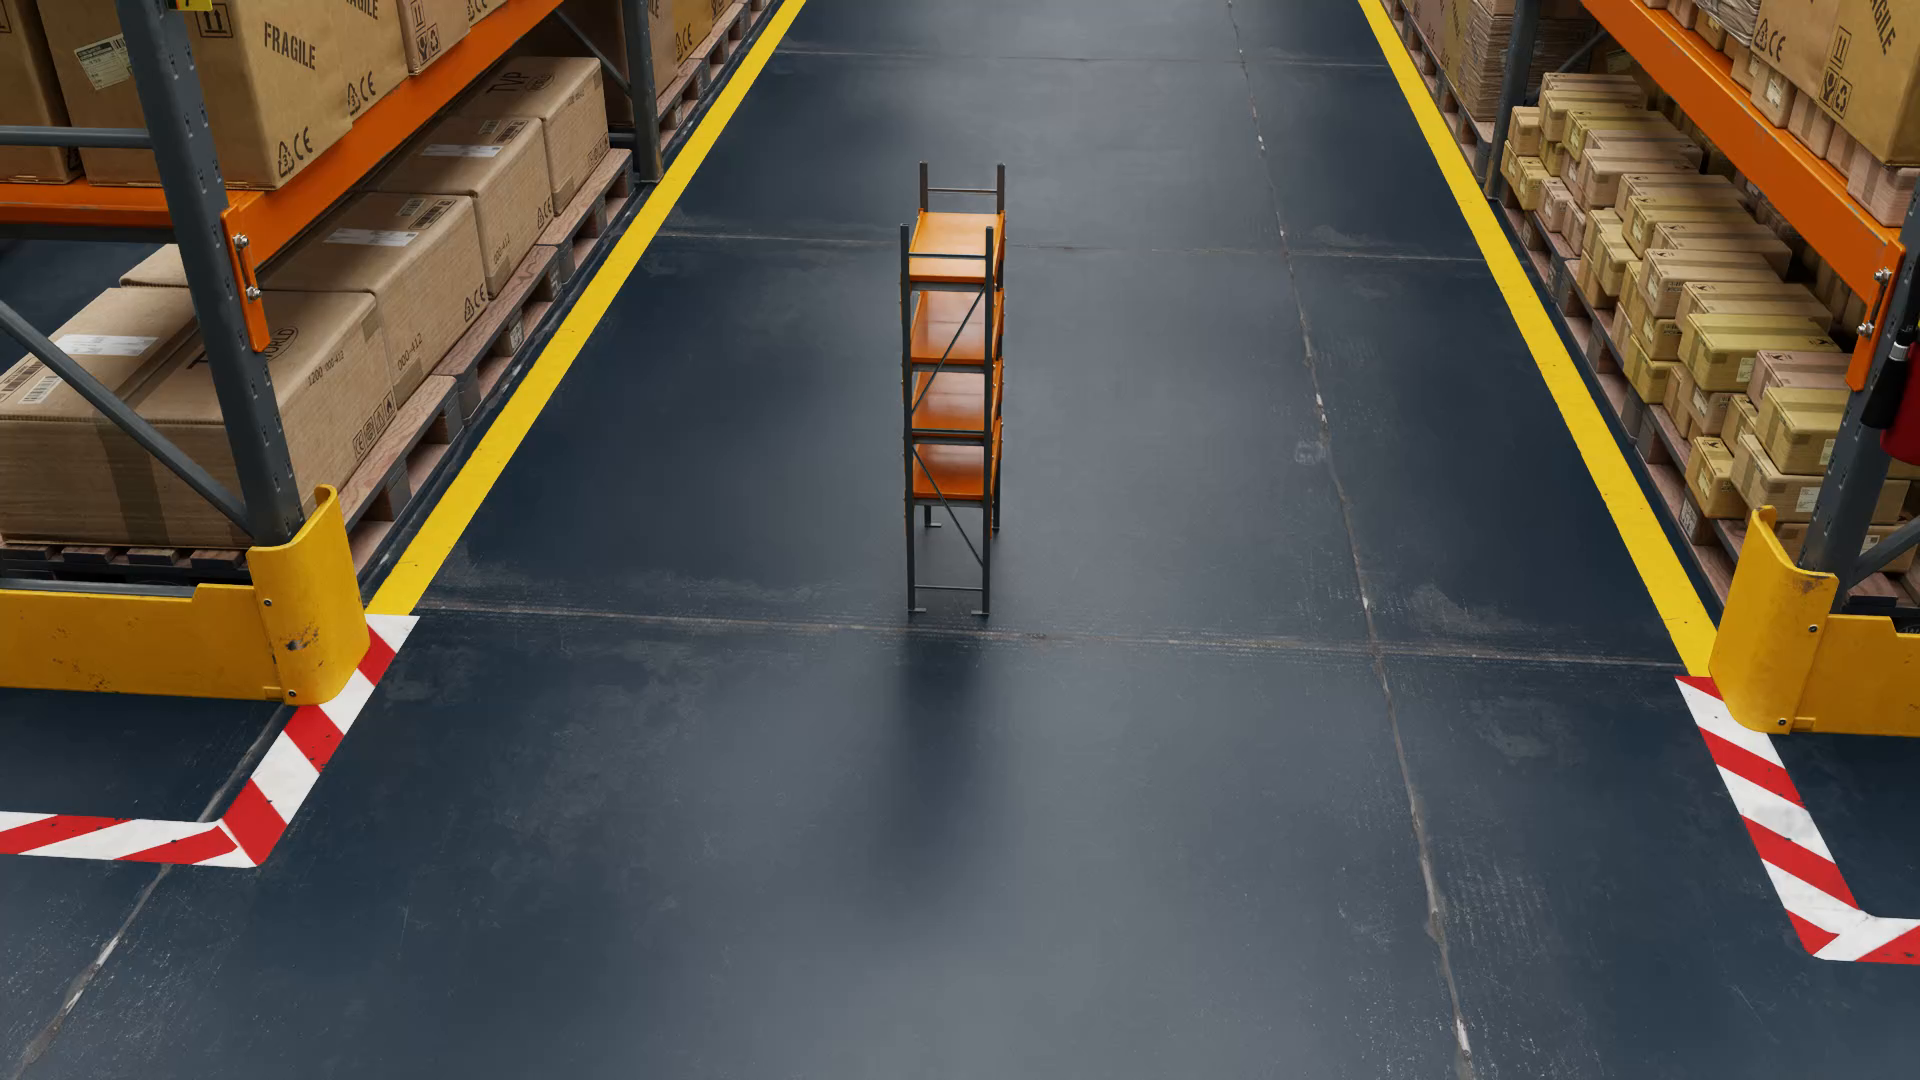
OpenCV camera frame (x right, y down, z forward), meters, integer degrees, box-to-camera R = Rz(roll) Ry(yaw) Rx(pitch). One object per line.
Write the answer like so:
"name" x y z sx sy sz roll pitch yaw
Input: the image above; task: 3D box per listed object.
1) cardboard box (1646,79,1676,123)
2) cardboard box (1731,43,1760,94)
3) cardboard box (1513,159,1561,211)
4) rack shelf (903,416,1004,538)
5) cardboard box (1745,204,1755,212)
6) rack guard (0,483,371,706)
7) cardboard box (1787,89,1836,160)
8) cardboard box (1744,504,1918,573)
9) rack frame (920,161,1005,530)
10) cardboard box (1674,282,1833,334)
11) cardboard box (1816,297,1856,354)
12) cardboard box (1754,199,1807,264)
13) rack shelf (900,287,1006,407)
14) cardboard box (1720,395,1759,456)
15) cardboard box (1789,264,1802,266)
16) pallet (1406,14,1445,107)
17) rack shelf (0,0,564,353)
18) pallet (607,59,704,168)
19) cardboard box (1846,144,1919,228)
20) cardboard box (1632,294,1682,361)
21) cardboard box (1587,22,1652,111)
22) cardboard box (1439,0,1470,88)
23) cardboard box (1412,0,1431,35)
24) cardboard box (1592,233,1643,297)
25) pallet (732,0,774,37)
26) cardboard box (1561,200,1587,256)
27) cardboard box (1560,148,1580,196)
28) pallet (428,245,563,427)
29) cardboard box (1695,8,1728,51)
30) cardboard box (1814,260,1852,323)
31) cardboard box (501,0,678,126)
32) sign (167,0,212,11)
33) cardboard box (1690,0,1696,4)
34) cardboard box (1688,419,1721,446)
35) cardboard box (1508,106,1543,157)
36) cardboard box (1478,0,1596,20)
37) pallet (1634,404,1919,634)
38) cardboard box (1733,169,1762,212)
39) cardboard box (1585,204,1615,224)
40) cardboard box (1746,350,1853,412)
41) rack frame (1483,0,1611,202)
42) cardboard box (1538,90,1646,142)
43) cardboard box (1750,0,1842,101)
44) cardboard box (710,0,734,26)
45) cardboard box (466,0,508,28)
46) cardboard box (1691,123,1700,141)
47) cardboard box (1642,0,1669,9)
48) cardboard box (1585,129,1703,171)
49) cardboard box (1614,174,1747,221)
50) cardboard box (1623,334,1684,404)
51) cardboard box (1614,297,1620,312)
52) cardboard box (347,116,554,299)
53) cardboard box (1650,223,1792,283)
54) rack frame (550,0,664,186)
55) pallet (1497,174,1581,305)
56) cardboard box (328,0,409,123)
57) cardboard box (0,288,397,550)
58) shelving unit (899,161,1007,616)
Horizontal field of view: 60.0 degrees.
"cardboard box" 3.222 -1.905 7.231 0.380 0.149 0.250 3 32 5
"cardboard box" 2.522 -1.399 4.900 0.380 0.149 0.250 1 32 2
"cardboard box" 2.619 -1.533 7.195 0.380 0.149 0.250 3 32 5
"rack shelf" -0.013 -0.198 4.934 0.258 0.148 0.480 2 32 4
"cardboard box" 3.149 -1.253 6.457 0.380 0.149 0.250 3 32 5
"rack guard" -2.278 0.126 4.568 1.175 0.500 0.348 2 32 4
"cardboard box" 2.473 -1.128 4.460 0.380 0.149 0.250 2 32 4
"cardboard box" 2.500 -0.041 4.775 0.380 0.149 0.250 3 32 5
"rack frame" 0.006 -0.552 5.002 0.240 1.200 0.015 2 32 4
"cardboard box" 2.512 -0.700 5.277 0.380 0.149 0.250 1 32 2
"cardboard box" 3.030 -0.691 5.546 0.380 0.149 0.250 1 32 2
"cardboard box" 3.059 -1.094 5.916 0.380 0.149 0.250 3 32 4
"rack shelf" -0.013 -0.557 4.713 0.258 0.148 0.480 2 32 4
"cardboard box" 2.499 -0.306 4.921 0.380 0.149 0.250 2 32 3
"cardboard box" 3.043 -0.976 6.008 0.380 0.149 0.250 4 32 6
"pallet" 3.150 -2.743 9.500 1.003 0.211 1.213 2 32 4
"rack shelf" -2.114 -1.690 5.819 1.077 0.370 4.000 2 32 4
"pallet" -1.963 -2.262 8.719 1.003 0.211 1.213 2 32 4
"cardboard box" 2.410 -0.867 4.038 0.380 0.149 0.250 2 32 4
"cardboard box" 2.494 -0.715 5.584 0.380 0.149 0.250 3 32 5
"cardboard box" 3.316 -2.373 8.224 0.500 0.500 0.500 4 32 6
"cardboard box" 2.842 -2.664 8.696 0.500 0.500 0.500 2 32 3
"cardboard box" 2.930 -3.199 9.564 0.500 0.500 0.500 2 32 3
"cardboard box" 2.528 -0.993 6.036 0.380 0.149 0.250 3 32 4
"pallet" -1.764 -3.537 10.789 1.003 0.211 1.213 2 32 4
"cardboard box" 2.680 -1.266 6.762 0.380 0.149 0.250 2 32 3
"cardboard box" 2.728 -1.534 6.914 0.380 0.149 0.250 2 32 4
"pallet" -2.187 -0.821 6.381 1.003 0.211 1.213 2 32 4
"cardboard box" 2.608 -1.677 5.351 0.380 0.149 0.250 3 32 5
"cardboard box" 3.067 -0.823 5.476 0.380 0.149 0.250 4 32 6
"cardboard box" -1.980 -2.644 8.306 0.875 0.875 0.875 3 32 6
"sign" -1.724 -1.326 3.642 0.100 0.325 0.005 2 32 4
"cardboard box" 2.575 -2.002 5.260 0.500 0.500 0.500 4 32 6
"cardboard box" 2.528 -0.314 5.218 0.380 0.149 0.250 2 32 4
"cardboard box" 2.643 -1.799 7.344 0.380 0.149 0.250 4 32 6
"cardboard box" 2.800 -2.718 8.068 0.500 0.250 0.500 2 32 3
"pallet" 2.773 -0.068 5.159 1.003 0.211 1.213 2 32 4
"cardboard box" 3.198 -1.361 6.349 0.380 0.149 0.250 1 32 2
"cardboard box" 2.657 -1.250 6.453 0.380 0.149 0.250 4 32 6
"cardboard box" 2.534 -0.427 4.833 0.380 0.149 0.250 3 32 5
"rack frame" 2.991 -2.883 7.070 1.000 3.000 0.127 2 32 4
"cardboard box" 2.675 -1.789 7.044 0.380 0.149 0.250 4 32 6
"cardboard box" 2.493 -1.476 4.407 0.500 0.500 0.500 2 32 3
"cardboard box" -1.841 -3.584 9.831 0.875 0.875 0.875 3 32 5
"cardboard box" -1.854 -2.025 5.582 0.500 0.500 0.500 3 32 6
"cardboard box" 3.227 -1.639 6.800 0.380 0.149 0.250 2 32 4
"cardboard box" 2.583 -1.952 5.797 0.380 0.149 0.250 4 32 6
"cardboard box" 2.705 -1.517 6.603 0.380 0.149 0.250 2 32 3
"cardboard box" 2.663 -1.242 6.156 0.380 0.149 0.250 1 32 2
"cardboard box" 2.493 -0.580 5.649 0.380 0.149 0.250 1 32 2
"cardboard box" 2.631 -0.851 6.089 0.380 0.149 0.250 3 32 5
"cardboard box" -2.181 -1.338 6.604 0.875 0.438 0.875 2 32 3
"cardboard box" 2.611 -0.976 5.725 0.380 0.149 0.250 1 32 2
"rack frame" -1.951 -3.042 7.327 1.000 3.000 0.127 2 32 4
"pallet" 2.972 -1.344 7.229 1.003 0.211 1.213 2 32 4
"cardboard box" -1.938 -1.497 4.725 0.500 0.500 0.500 2 32 3
"cardboard box" -2.322 -0.388 5.062 0.875 0.438 0.875 1 32 2
"shelving unit" -0.013 -0.424 4.795 0.258 1.200 0.503 2 32 4
